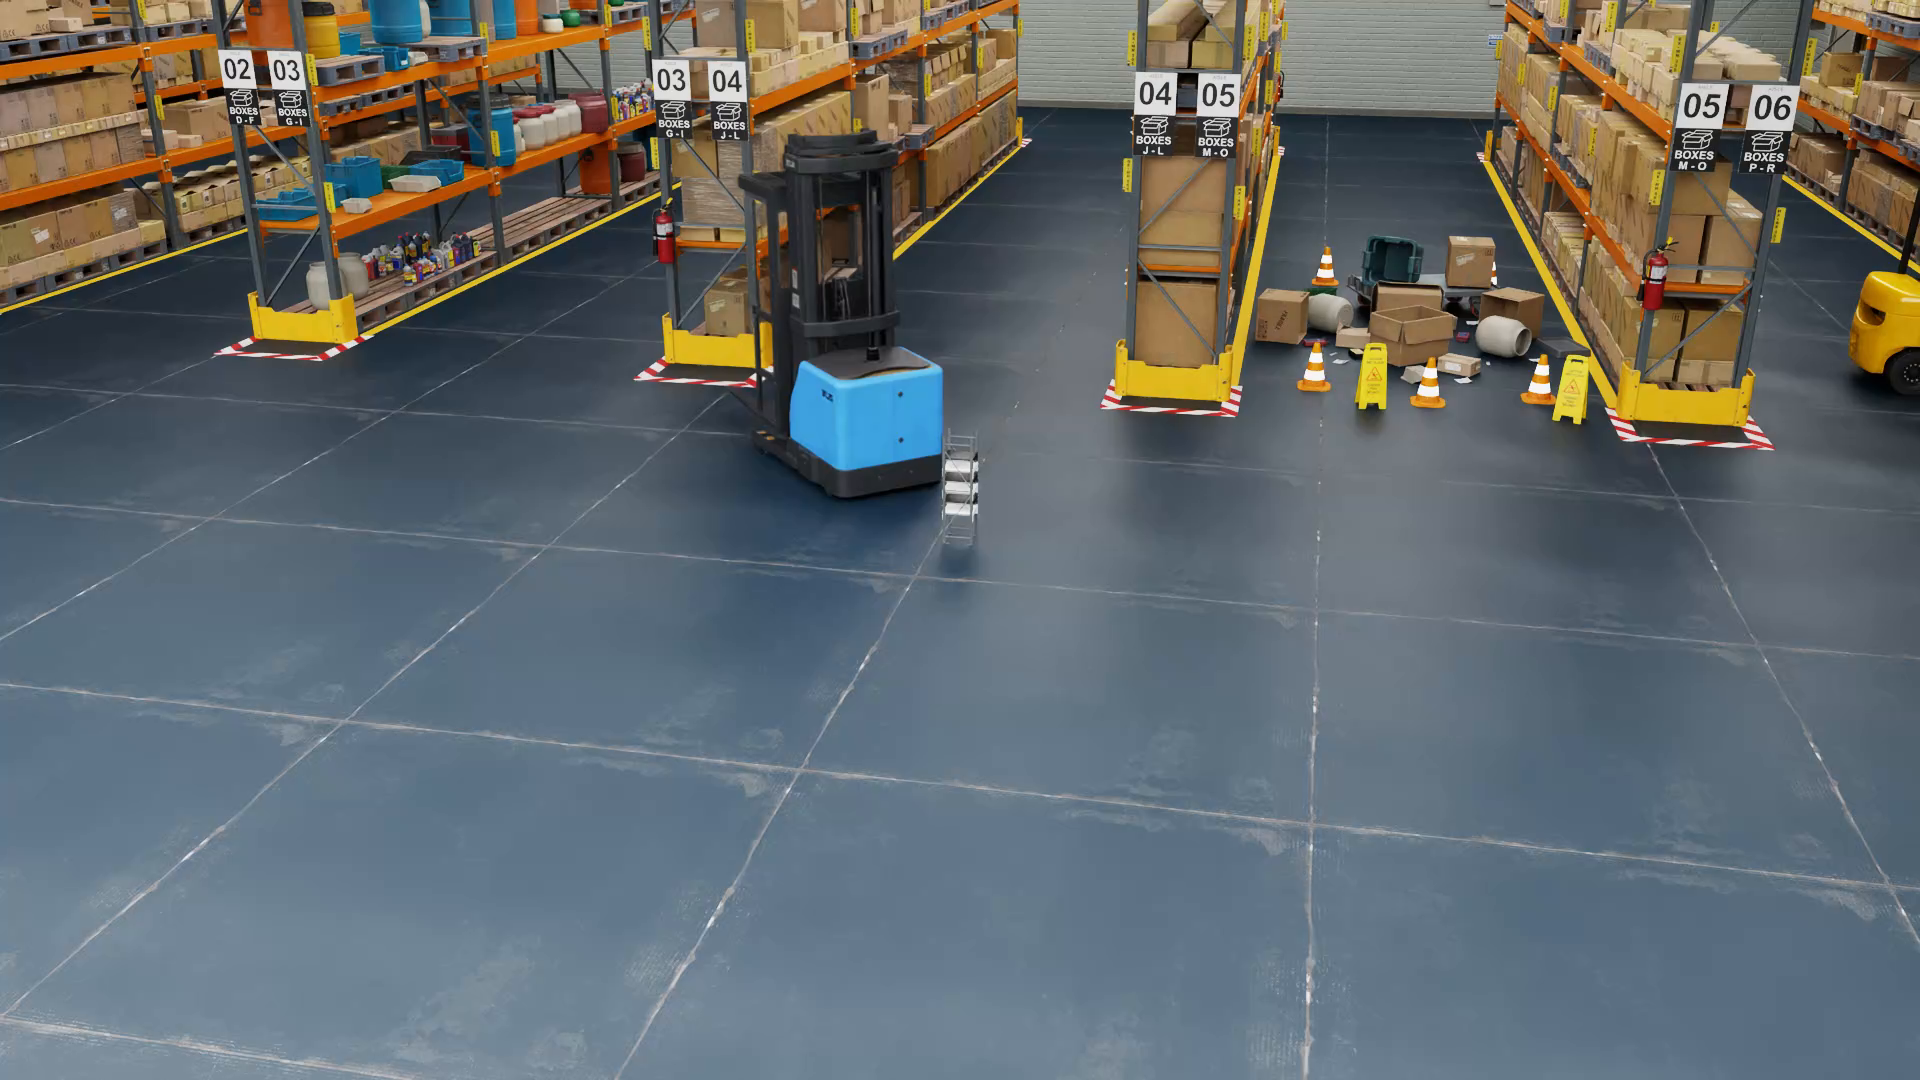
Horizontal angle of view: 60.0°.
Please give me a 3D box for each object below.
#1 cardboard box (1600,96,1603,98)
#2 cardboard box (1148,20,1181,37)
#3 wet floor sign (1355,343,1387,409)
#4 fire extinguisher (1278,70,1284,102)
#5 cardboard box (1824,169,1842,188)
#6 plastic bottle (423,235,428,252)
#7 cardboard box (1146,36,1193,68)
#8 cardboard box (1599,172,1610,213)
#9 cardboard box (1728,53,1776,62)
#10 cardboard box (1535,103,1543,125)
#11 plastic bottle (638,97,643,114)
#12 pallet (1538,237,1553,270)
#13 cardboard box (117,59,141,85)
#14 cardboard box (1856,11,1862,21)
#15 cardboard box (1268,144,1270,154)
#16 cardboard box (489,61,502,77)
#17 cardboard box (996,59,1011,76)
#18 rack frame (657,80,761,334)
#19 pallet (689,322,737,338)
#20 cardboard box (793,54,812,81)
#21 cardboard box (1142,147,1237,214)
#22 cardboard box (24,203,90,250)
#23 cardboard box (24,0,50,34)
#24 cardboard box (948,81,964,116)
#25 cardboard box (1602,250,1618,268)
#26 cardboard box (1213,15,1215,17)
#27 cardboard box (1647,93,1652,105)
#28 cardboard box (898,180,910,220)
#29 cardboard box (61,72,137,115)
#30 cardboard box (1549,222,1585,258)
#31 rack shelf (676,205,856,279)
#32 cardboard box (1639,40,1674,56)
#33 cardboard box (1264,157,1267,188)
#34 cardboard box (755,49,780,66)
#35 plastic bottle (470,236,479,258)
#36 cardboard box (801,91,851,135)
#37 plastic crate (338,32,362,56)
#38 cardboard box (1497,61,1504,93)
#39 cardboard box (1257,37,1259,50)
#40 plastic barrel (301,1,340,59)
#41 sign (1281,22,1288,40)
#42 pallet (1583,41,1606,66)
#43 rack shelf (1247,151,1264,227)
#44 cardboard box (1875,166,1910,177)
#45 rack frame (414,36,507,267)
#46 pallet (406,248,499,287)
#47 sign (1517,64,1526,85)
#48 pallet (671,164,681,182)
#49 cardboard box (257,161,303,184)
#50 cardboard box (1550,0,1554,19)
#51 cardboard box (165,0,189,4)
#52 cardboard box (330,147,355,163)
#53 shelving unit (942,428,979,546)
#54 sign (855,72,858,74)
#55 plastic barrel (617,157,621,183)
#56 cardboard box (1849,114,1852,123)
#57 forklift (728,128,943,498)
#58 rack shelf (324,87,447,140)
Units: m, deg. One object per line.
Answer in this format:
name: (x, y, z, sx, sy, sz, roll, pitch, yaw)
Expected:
cardboard box: (8.867, -5.681, 22.350, 0.500, 0.500, 0.500, 4, 22, 9)
cardboard box: (1.977, -5.030, 16.385, 0.380, 0.149, 0.250, 5, 22, 11)
wet floor sign: (4.121, -1.650, 16.587, 0.267, 0.644, 0.232, 1, 22, 2)
fire extinguisher: (5.957, -8.603, 31.303, 0.296, 0.674, 0.183, 4, 22, 11)
cardboard box: (14.263, -5.858, 26.982, 0.396, 0.266, 0.258, 5, 23, 13)
plastic bottle: (-7.108, -3.892, 22.049, 0.061, 0.283, 0.133, 4, 22, 11)
cardboard box: (2.015, -4.805, 16.360, 0.500, 0.250, 0.500, 5, 22, 12)
cardboard box: (7.429, -3.885, 18.454, 0.500, 0.500, 0.500, 4, 22, 11)
cardboard box: (7.599, -4.589, 15.986, 0.380, 0.149, 0.250, 4, 22, 11)
cardboard box: (8.723, -6.224, 24.325, 0.500, 0.250, 0.500, 4, 22, 10)
plastic bottle: (-5.219, -7.074, 27.076, 0.097, 0.271, 0.097, 0, 22, 0)
pallet: (8.527, -3.910, 22.779, 1.003, 0.211, 1.213, 4, 22, 11)
cardboard box: (-14.895, -8.292, 29.369, 0.500, 0.500, 0.500, 5, 22, 12)
cardboard box: (14.264, -8.191, 25.997, 0.380, 0.149, 0.250, 5, 23, 13)
cardboard box: (5.253, -6.887, 29.294, 0.380, 0.149, 0.250, 4, 22, 11)
cardboard box: (-9.216, -9.232, 32.128, 0.500, 0.500, 0.500, 4, 22, 10)
cardboard box: (0.675, -8.856, 31.130, 0.500, 0.250, 0.500, 4, 22, 10)
rack frame: (-2.647, -3.319, 17.579, 1.000, 3.000, 0.127, 4, 22, 11)
pallet: (-2.431, -2.347, 18.900, 1.003, 0.211, 1.213, 4, 22, 11)
cardboard box: (-1.990, -5.358, 18.827, 0.500, 0.250, 0.500, 5, 22, 13)
cardboard box: (2.302, -3.607, 16.648, 0.875, 0.550, 0.550, 4, 22, 11)
cardboard box: (-11.708, -4.070, 21.559, 0.500, 0.500, 0.500, 4, 22, 11)
cardboard box: (-11.987, -6.645, 20.934, 0.797, 0.503, 0.637, 7, 23, 17)
cardboard box: (-0.233, -7.190, 27.057, 0.500, 0.500, 0.500, 4, 22, 10)
cardboard box: (7.247, -3.071, 18.210, 0.380, 0.149, 0.250, 6, 23, 14)
cardboard box: (3.041, -6.398, 20.714, 0.500, 0.250, 0.500, 4, 22, 10)
cardboard box: (7.143, -4.456, 16.724, 0.380, 0.149, 0.250, 4, 22, 9)
cardboard box: (-1.131, -5.043, 24.616, 0.700, 0.500, 0.500, 3, 22, 8)
cardboard box: (-11.612, -6.024, 22.424, 0.700, 0.500, 0.500, 5, 22, 11)
cardboard box: (8.420, -3.989, 22.197, 0.950, 0.372, 0.625, 4, 22, 10)
rack shelf: (-2.238, -3.716, 19.529, 1.077, 0.370, 4.000, 4, 22, 11)
cardboard box: (7.275, -5.100, 17.256, 0.380, 0.149, 0.250, 4, 22, 10)
cardboard box: (4.733, -6.038, 27.114, 0.500, 0.500, 0.500, 4, 22, 10)
cardboard box: (-2.160, -5.192, 17.882, 0.380, 0.149, 0.250, 5, 23, 13)
plastic bottle: (-6.454, -3.902, 22.075, 0.061, 0.283, 0.133, 6, 23, 14)
cardboard box: (-1.653, -5.244, 20.489, 0.500, 0.500, 0.500, 4, 22, 11)
plastic crate: (-7.401, -5.801, 19.747, 0.392, 0.384, 0.575, 4, 22, 11)
cardboard box: (9.941, -8.308, 29.832, 0.500, 0.500, 0.500, 4, 22, 10)
cardboard box: (3.243, -5.725, 19.178, 0.380, 0.149, 0.250, 4, 22, 11)
plastic barrel: (-7.387, -5.796, 18.902, 0.600, 0.588, 0.600, 0, 22, 0)
sign: (5.993, -9.389, 30.679, 0.100, 0.325, 0.005, 4, 22, 11)
pallet: (8.310, -5.928, 20.293, 1.213, 0.211, 1.003, 4, 22, 11)
rack shelf: (3.413, -4.764, 22.131, 1.077, 0.370, 4.000, 4, 22, 11)
cardboard box: (13.965, -5.497, 24.903, 0.380, 0.149, 0.250, 4, 22, 10)
rack frame: (-6.679, -5.159, 22.149, 1.000, 3.000, 0.127, 4, 22, 11)
pallet: (-6.857, -3.623, 22.068, 1.003, 0.211, 1.213, 4, 22, 11)
sign: (8.960, -7.432, 26.527, 0.100, 0.325, 0.005, 4, 22, 11)
pallet: (-5.245, -6.512, 29.241, 1.003, 0.211, 1.213, 4, 22, 11)
cardboard box: (-10.677, -5.780, 26.057, 0.500, 0.311, 0.500, 4, 22, 10)
cardboard box: (8.626, -7.543, 23.671, 0.396, 0.266, 0.258, 4, 22, 10)
cardboard box: (-11.269, -7.835, 23.413, 0.500, 0.500, 0.500, 7, 23, 16)
cardboard box: (-10.339, -6.190, 27.466, 0.500, 0.500, 0.500, 5, 23, 13)
shelving unit: (0.002, -0.420, 13.193, 0.258, 0.900, 0.210, 4, 22, 11)
sign: (-1.558, -6.823, 24.729, 0.100, 0.325, 0.005, 4, 22, 11)
plastic barrel: (-5.752, -6.056, 27.144, 0.421, 0.512, 0.421, 0, 22, 0)
cardboard box: (14.181, -6.594, 26.048, 0.380, 0.149, 0.250, 5, 22, 12)
forklift: (-1.280, -2.225, 14.955, 1.130, 2.935, 3.031, -12, 25, -27)
rack shelf: (-10.303, -7.399, 28.672, 1.077, 0.370, 4.000, 4, 22, 11)
